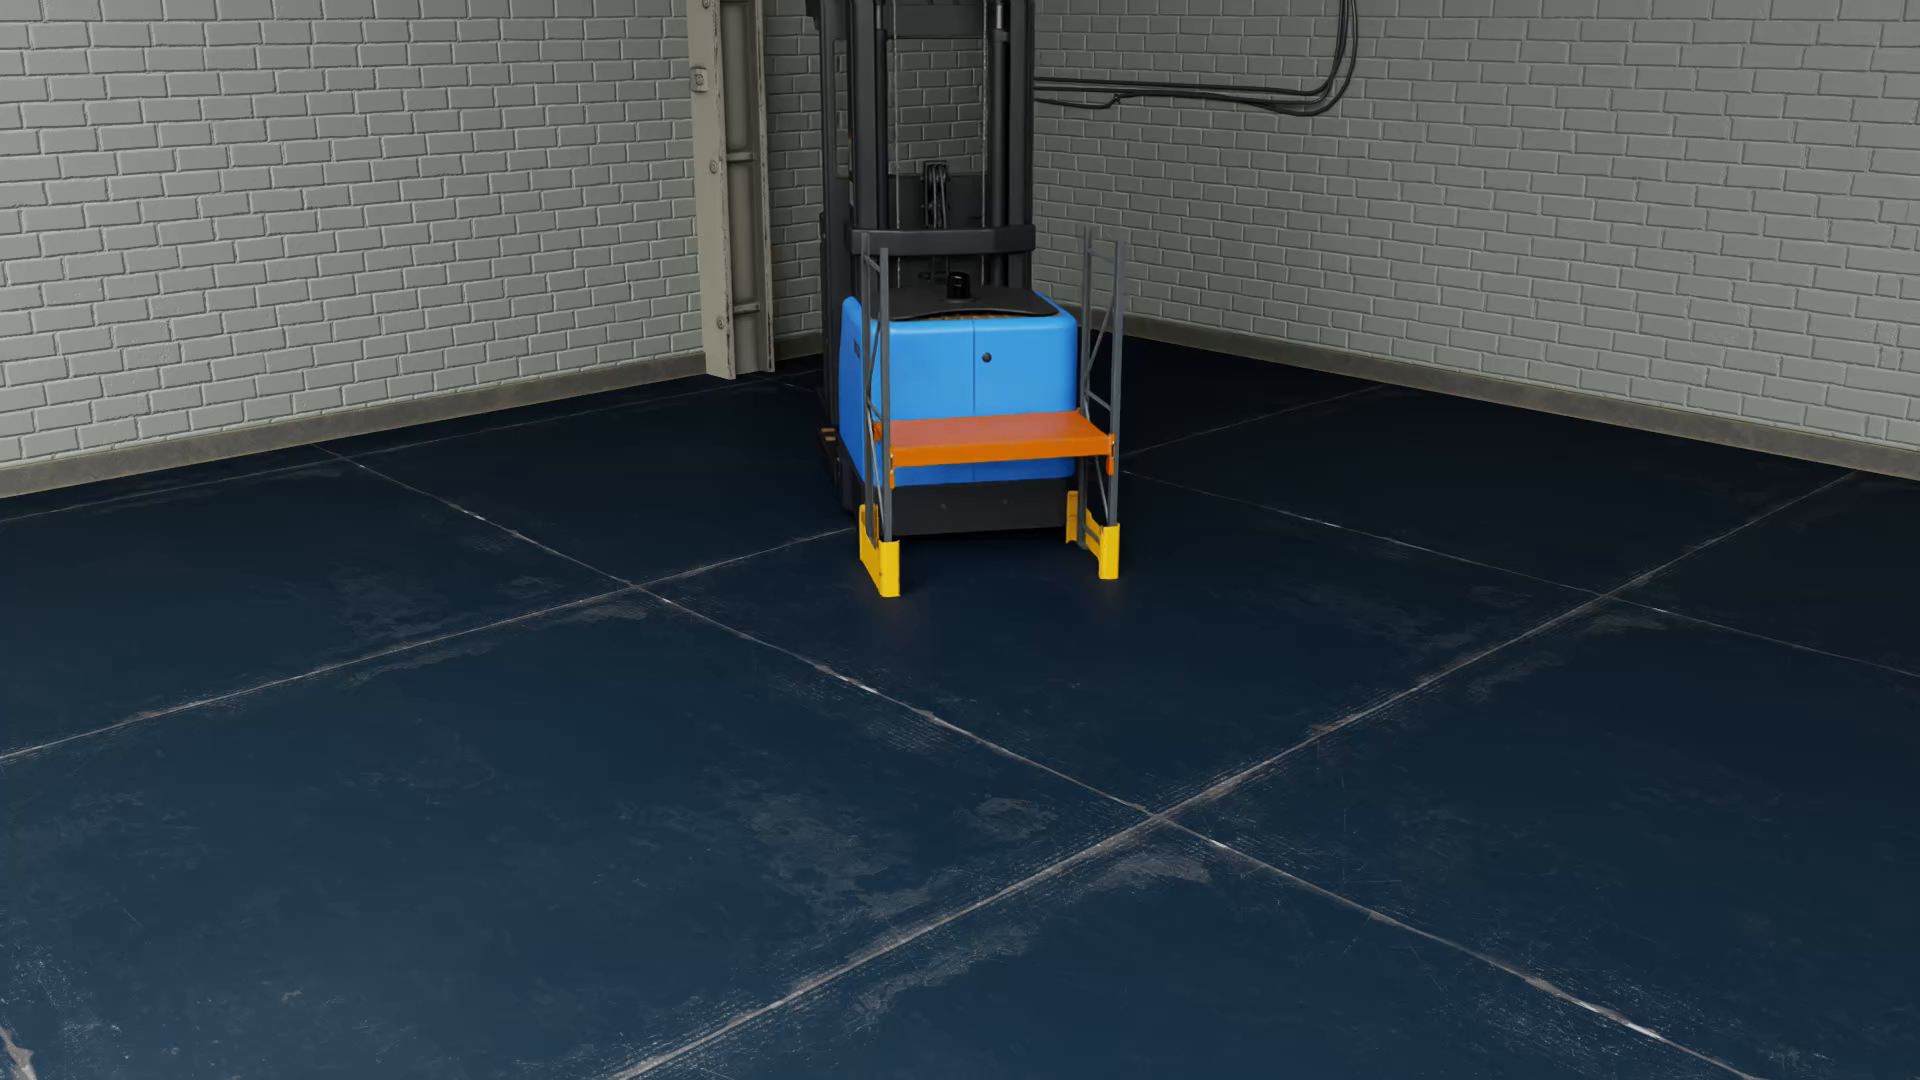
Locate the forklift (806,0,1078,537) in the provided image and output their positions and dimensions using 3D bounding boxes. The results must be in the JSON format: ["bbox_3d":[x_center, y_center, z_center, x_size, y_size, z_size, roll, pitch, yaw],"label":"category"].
[{"bbox_3d":[-0.210,-1.823,8.855,1.130,2.935,3.031,-3,18,-10],"label":"forklift"}]

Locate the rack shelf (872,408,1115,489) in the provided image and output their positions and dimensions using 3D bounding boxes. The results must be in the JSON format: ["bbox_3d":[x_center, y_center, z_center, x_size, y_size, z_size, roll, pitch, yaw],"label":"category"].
[{"bbox_3d":[0.132,-0.417,7.422,1.000,0.185,0.538,-4,18,-12],"label":"rack shelf"}]

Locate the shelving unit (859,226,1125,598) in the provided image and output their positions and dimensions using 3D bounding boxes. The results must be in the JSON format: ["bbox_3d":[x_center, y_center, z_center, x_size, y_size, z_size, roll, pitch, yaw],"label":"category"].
[{"bbox_3d":[0.123,-0.588,7.365,1.083,1.500,0.587,-4,18,-12],"label":"shelving unit"}]

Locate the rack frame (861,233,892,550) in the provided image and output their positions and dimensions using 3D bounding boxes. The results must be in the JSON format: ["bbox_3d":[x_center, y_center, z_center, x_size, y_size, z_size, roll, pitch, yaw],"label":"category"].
[{"bbox_3d":[-0.364,-0.553,7.258,0.032,1.500,0.500,-4,18,-12],"label":"rack frame"}]

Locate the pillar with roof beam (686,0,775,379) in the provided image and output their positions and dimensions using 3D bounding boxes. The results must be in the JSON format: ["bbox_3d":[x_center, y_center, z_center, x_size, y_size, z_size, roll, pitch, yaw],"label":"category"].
[{"bbox_3d":[1.422,-4.489,7.239,0.400,9.000,9.100,-16,24,-41],"label":"pillar with roof beam"}]

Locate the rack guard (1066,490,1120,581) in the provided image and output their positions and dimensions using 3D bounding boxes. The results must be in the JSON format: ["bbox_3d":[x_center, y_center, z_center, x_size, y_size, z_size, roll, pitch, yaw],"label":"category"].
[{"bbox_3d":[0.608,-0.028,7.664,0.087,0.250,0.587,-4,18,-12],"label":"rack guard"}]

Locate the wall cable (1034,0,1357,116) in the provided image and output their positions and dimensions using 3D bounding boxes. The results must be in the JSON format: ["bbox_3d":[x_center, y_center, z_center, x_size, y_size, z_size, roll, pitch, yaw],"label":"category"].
[{"bbox_3d":[1.513,-4.304,11.705,0.112,2.526,3.097,-16,24,-41],"label":"wall cable"}]

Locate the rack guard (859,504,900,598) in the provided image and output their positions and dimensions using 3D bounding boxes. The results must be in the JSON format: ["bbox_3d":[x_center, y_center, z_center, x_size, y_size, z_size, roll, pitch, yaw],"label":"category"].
[{"bbox_3d":[-0.362,0.042,7.451,0.087,0.250,0.587,-4,18,-12],"label":"rack guard"}]

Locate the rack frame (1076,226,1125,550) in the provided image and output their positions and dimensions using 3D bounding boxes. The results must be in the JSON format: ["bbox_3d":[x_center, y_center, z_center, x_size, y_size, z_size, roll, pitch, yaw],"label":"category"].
[{"bbox_3d":[0.627,-0.623,7.476,0.032,1.500,0.500,-4,18,-12],"label":"rack frame"}]
